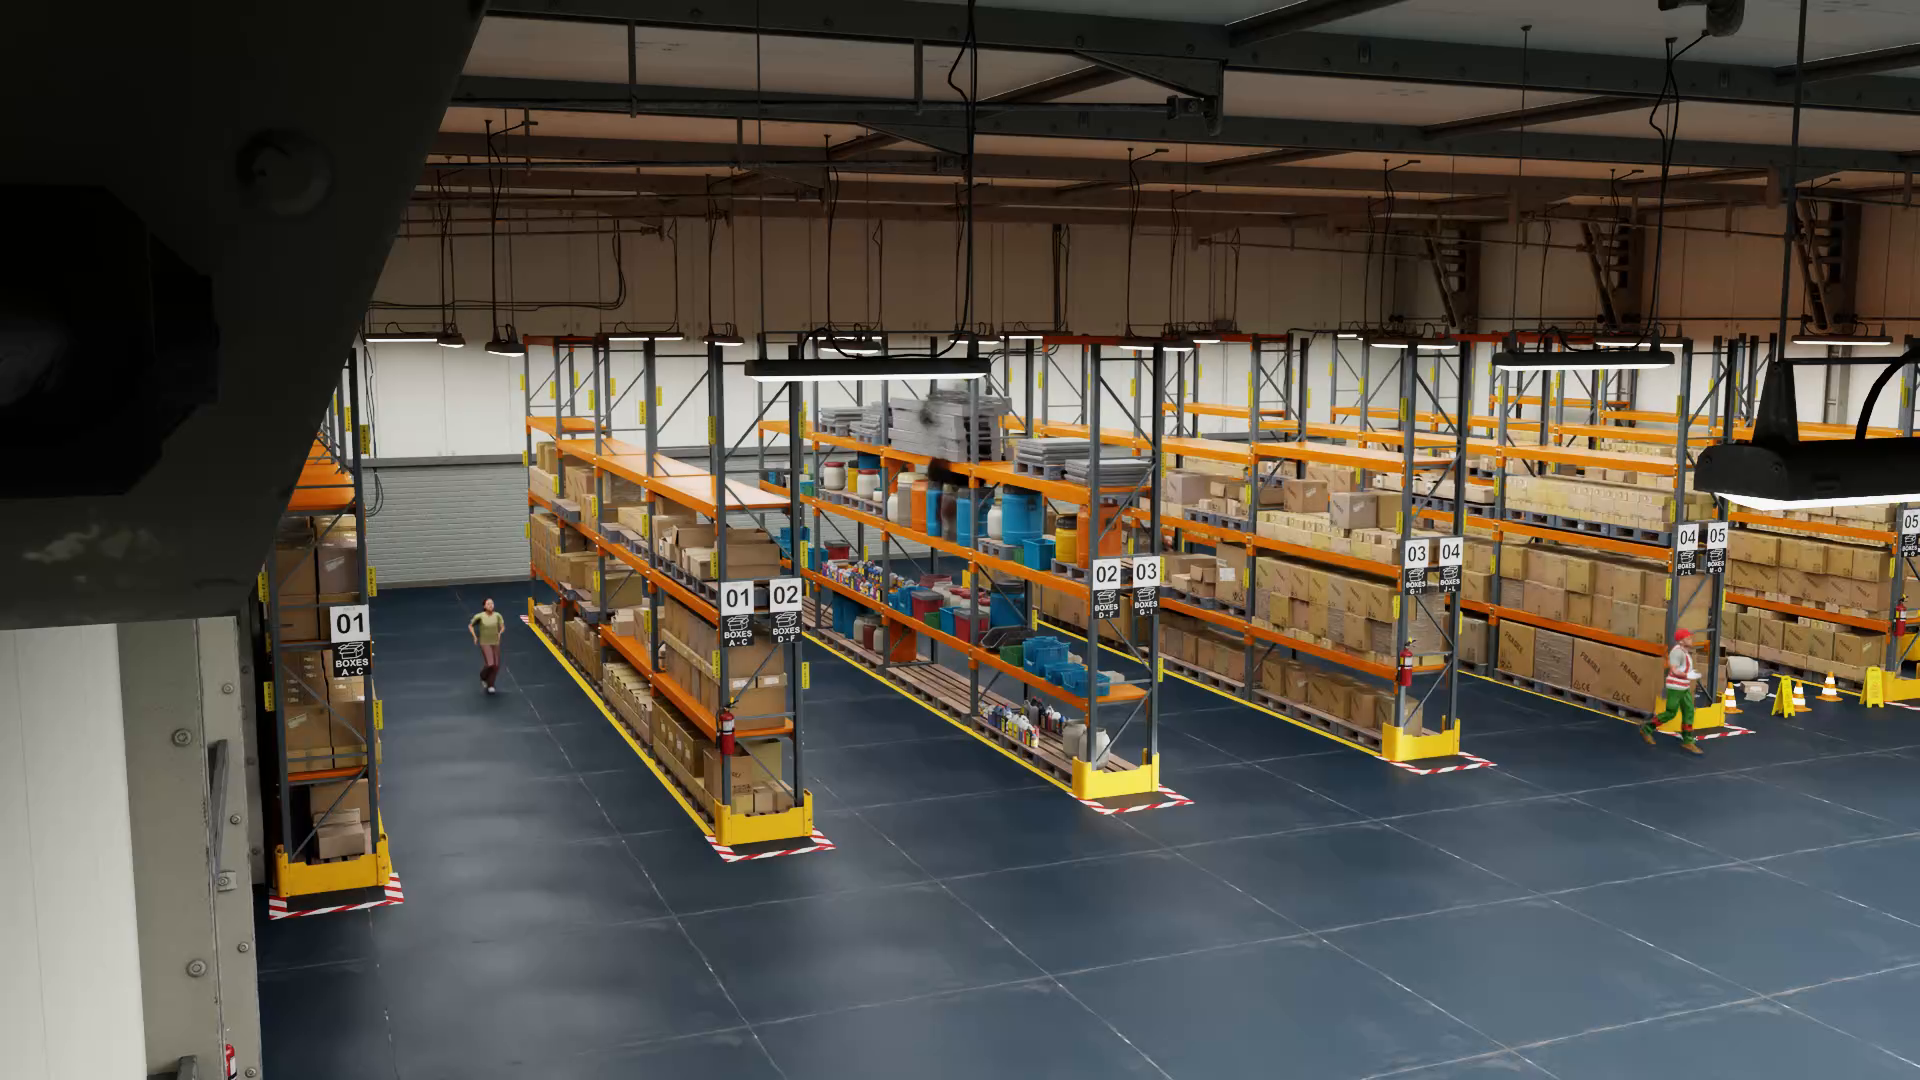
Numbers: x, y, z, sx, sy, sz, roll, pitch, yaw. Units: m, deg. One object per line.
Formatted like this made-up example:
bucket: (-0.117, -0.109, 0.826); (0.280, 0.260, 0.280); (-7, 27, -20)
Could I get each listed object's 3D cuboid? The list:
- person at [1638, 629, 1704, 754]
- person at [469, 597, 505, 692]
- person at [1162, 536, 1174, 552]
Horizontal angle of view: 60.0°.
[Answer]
person: (10.535, 2.196, 24.490); (0.902, 1.808, 0.673); (5, 9, 35)
person: (-7.949, 1.780, 28.152); (0.566, 1.629, 0.550); (-6, 9, -36)
person: (4.524, 0.760, 35.597); (0.649, 1.676, 0.580); (-4, 9, -27)
